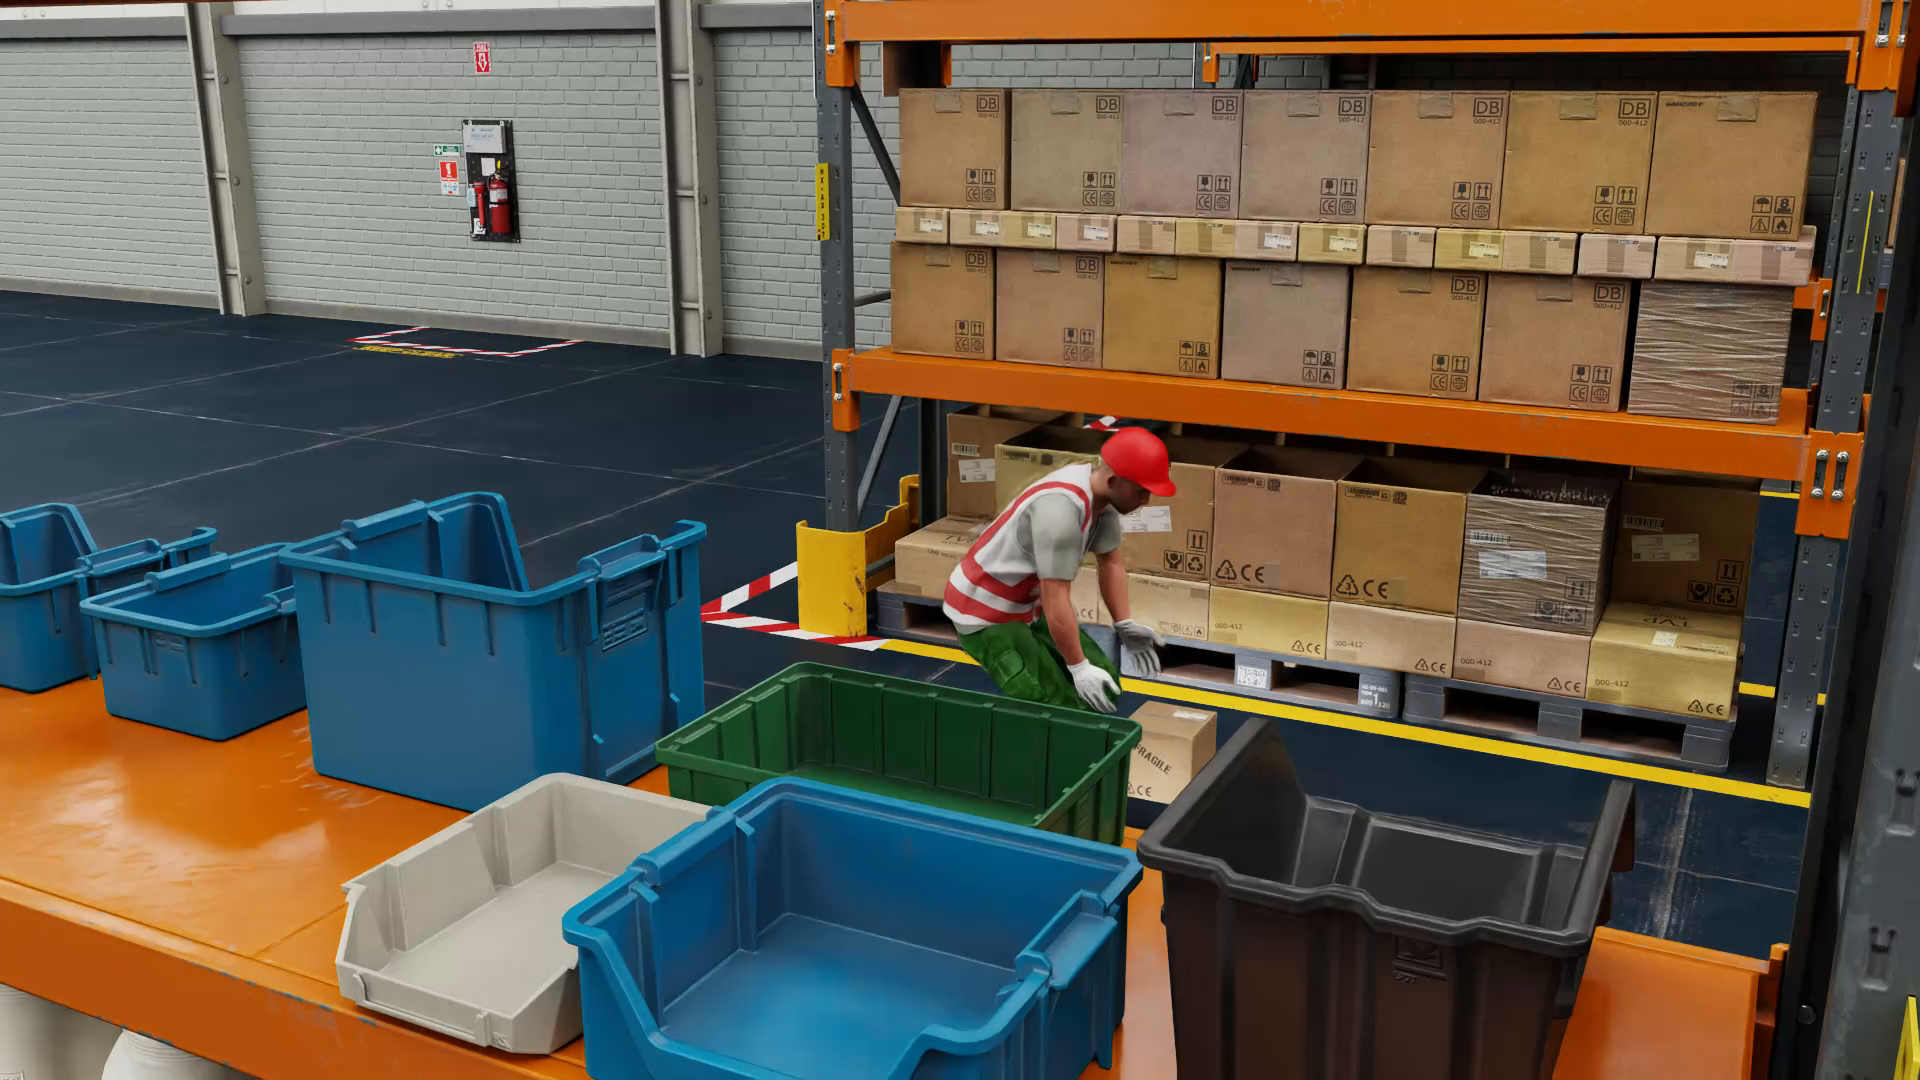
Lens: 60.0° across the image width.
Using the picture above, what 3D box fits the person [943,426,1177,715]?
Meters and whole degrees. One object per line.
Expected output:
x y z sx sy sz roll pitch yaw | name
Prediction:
0.343 0.288 5.649 0.765 1.414 0.584 8 17 26 | person
